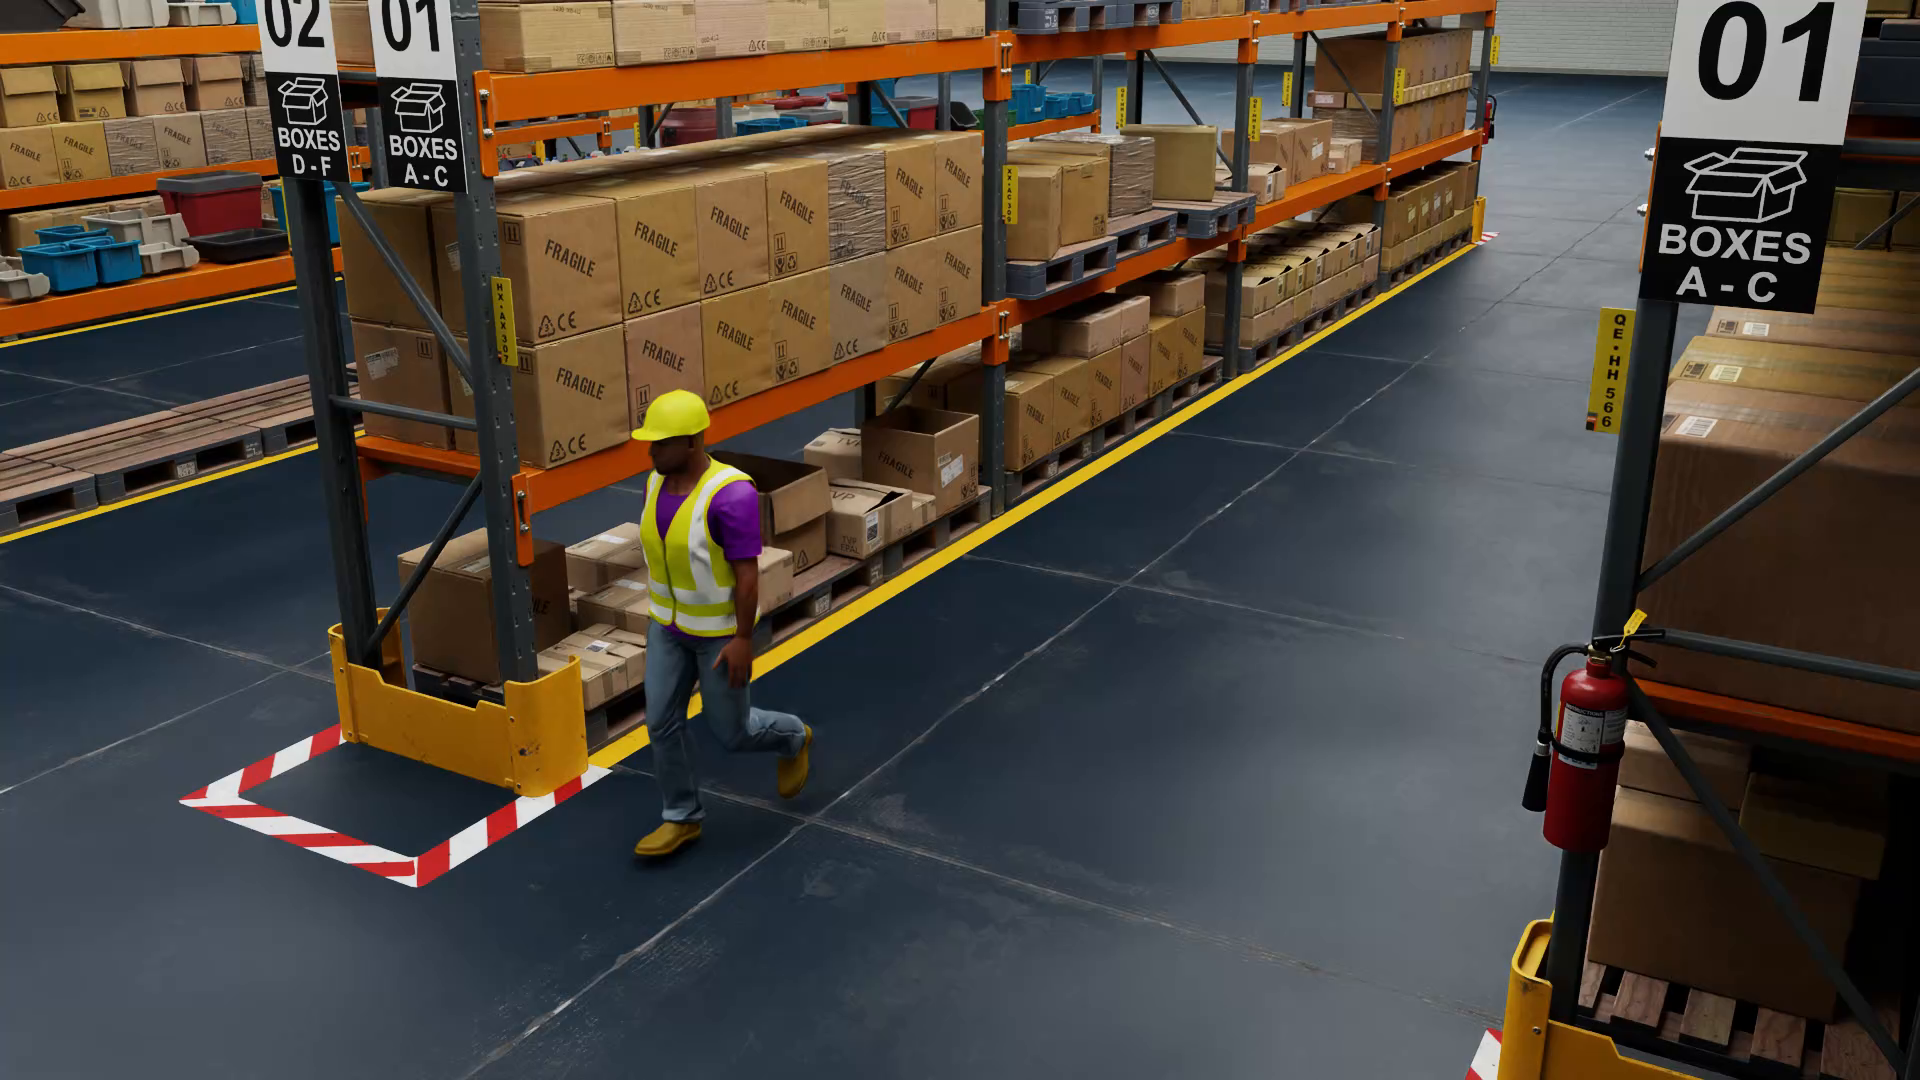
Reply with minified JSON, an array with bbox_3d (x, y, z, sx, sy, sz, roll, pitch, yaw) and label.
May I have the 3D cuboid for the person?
[{"bbox_3d":[-0.917,0.285,6.166,0.579,1.745,0.793,13,23,32],"label":"person"}]
